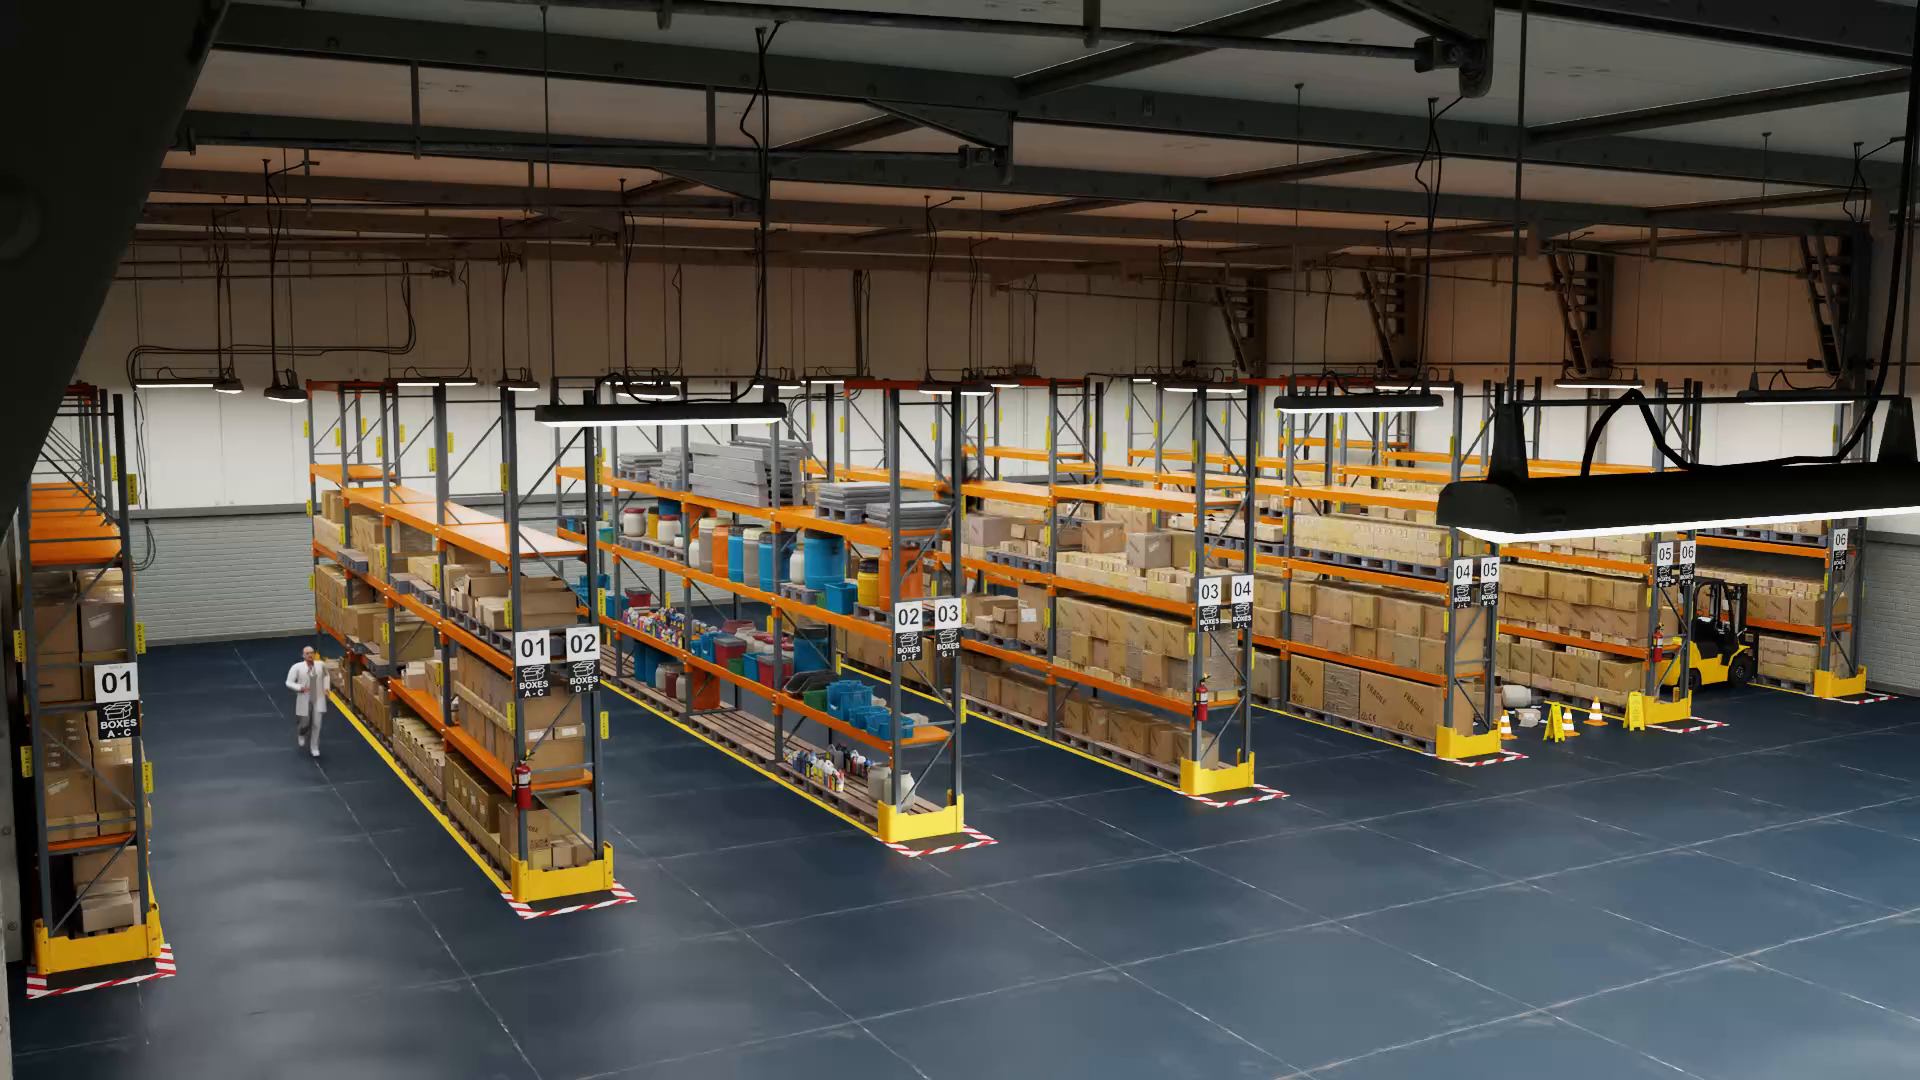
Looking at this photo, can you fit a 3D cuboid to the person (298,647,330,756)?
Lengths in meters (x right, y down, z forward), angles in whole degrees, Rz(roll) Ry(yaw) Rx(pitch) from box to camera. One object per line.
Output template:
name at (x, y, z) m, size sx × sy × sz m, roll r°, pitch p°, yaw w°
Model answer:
person at (-10.544, 2.589, 26.977) m, size 0.679 × 1.746 × 0.834 m, roll -4°, pitch 7°, yaw -34°

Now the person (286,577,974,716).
person at (-5.219, 1.792, 34.442) m, size 2.082 × 1.737 × 19.224 m, roll 5°, pitch 8°, yaw 39°

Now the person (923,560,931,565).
person at (-0.870, 1.320, 39.538) m, size 0.655 × 1.700 × 0.648 m, roll 1°, pitch 6°, yaw 9°
